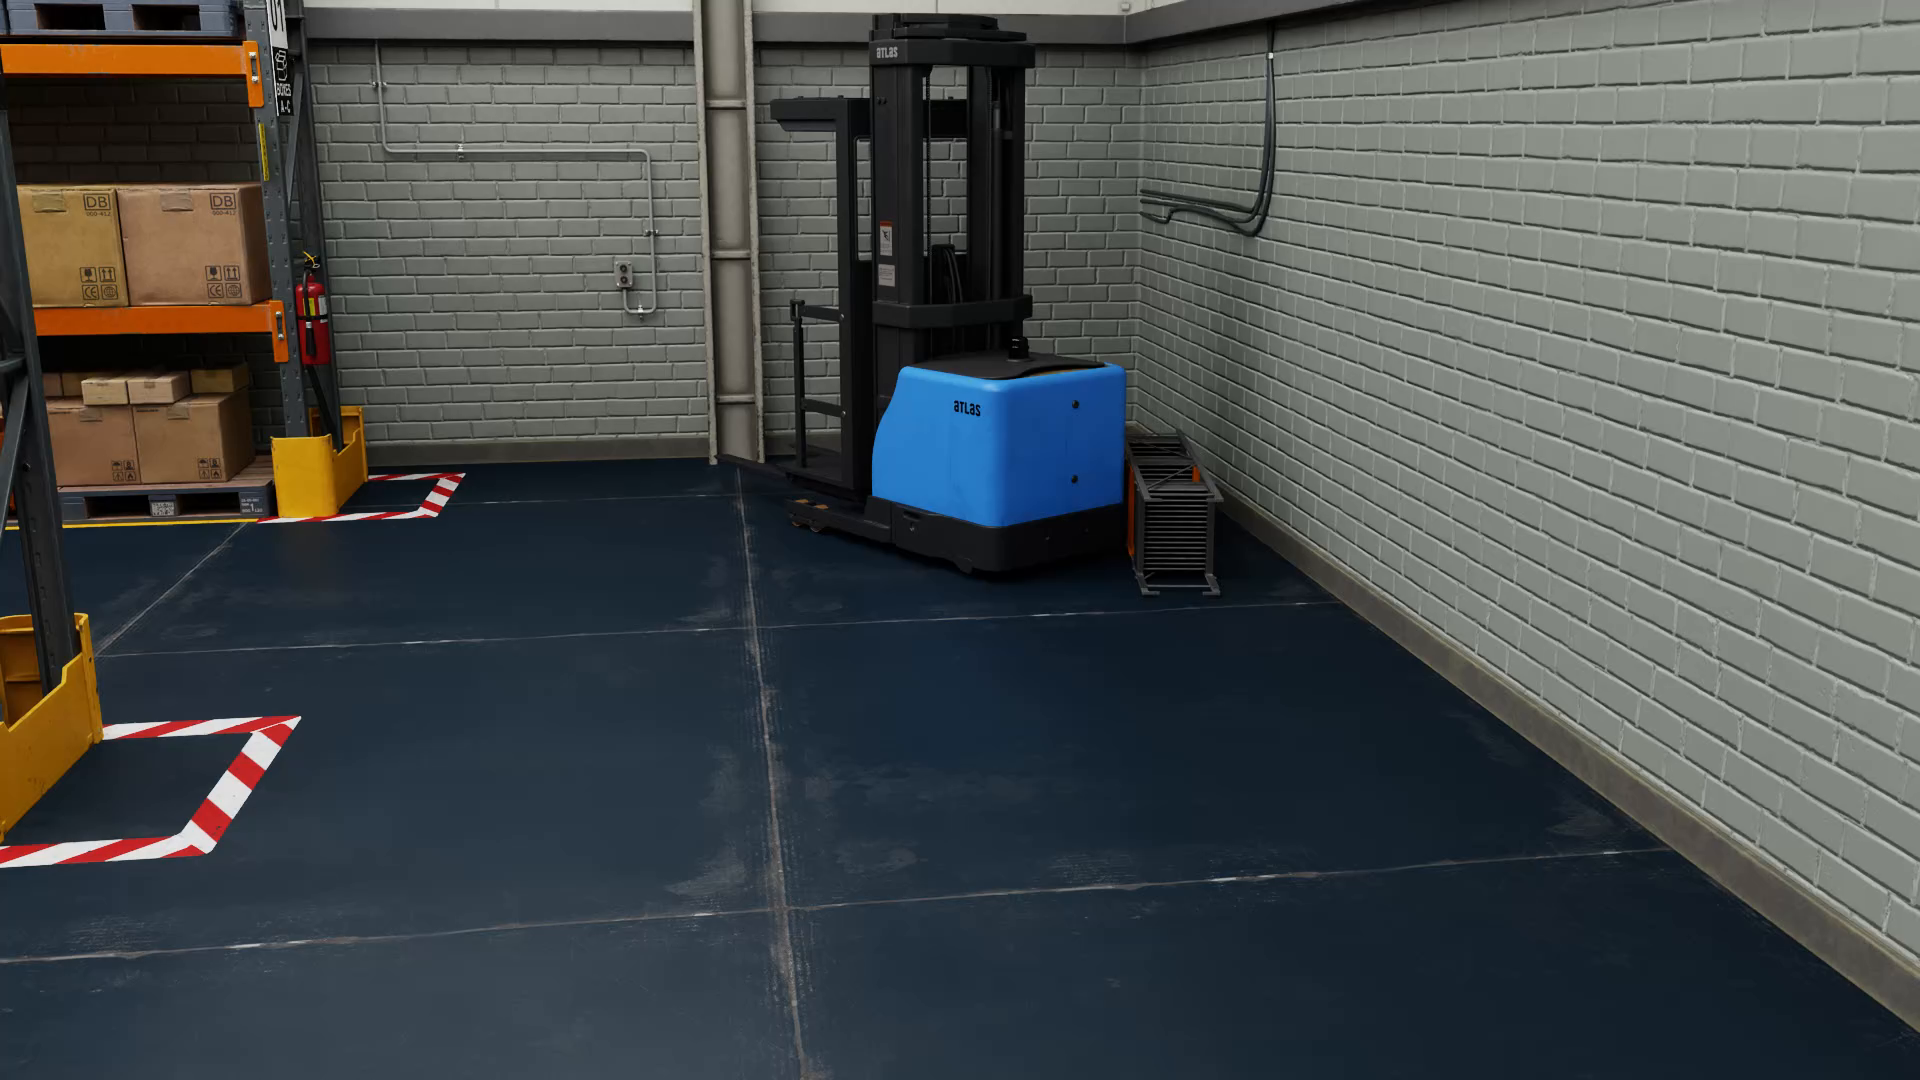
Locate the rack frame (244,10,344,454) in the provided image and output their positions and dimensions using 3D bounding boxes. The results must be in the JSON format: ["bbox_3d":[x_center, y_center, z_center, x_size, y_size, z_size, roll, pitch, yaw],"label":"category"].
[{"bbox_3d":[-4.155,-1.733,10.465,0.127,3.000,1.000,-2,14,-8],"label":"rack frame"}]

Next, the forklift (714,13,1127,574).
[{"bbox_3d":[-0.403,-1.537,9.825,1.130,2.935,3.031,-12,18,-39],"label":"forklift"}]

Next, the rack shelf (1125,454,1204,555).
[{"bbox_3d":[1.159,-0.206,9.468,0.431,0.480,0.518,0,14,1],"label":"rack shelf"}]

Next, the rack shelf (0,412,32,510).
[{"bbox_3d":[-5.391,-0.120,5.513,4.000,0.370,1.077,-2,14,-8],"label":"rack shelf"}]

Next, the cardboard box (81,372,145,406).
[{"bbox_3d":[-5.185,-0.931,10.211,0.250,0.149,0.380,-2,14,-7],"label":"cardboard box"}]

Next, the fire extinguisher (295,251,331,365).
[{"bbox_3d":[-3.937,-1.409,10.099,0.183,0.674,0.296,-2,14,-8],"label":"fire extinguisher"}]

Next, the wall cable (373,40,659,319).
[{"bbox_3d":[-3.030,-2.500,11.434,1.851,1.984,0.084,-2,14,-8],"label":"wall cable"}]

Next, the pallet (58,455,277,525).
[{"bbox_3d":[-4.934,-0.332,10.614,1.213,0.211,1.003,-2,14,-8],"label":"pallet"}]

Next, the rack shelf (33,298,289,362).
[{"bbox_3d":[-6.133,-1.311,10.263,4.000,0.370,1.077,-2,14,-8],"label":"rack shelf"}]

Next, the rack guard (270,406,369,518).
[{"bbox_3d":[-4.132,-0.521,10.772,0.348,0.500,1.175,-2,14,-8],"label":"rack guard"}]

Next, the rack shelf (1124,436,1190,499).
[{"bbox_3d":[1.176,-0.370,10.149,0.431,0.480,0.518,0,14,1],"label":"rack shelf"}]

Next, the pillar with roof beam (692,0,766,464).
[{"bbox_3d":[-0.973,-3.913,6.826,0.400,9.000,9.100,-2,14,-8],"label":"pillar with roof beam"}]

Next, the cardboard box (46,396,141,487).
[{"bbox_3d":[-5.327,-0.656,10.448,0.500,0.500,0.700,-2,14,-8],"label":"cardboard box"}]

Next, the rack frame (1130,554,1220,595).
[{"bbox_3d":[1.159,0.028,9.539,0.400,0.015,2.100,0,14,1],"label":"rack frame"}]

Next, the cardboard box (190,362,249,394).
[{"bbox_3d":[-4.739,-1.042,10.652,0.250,0.149,0.380,-2,14,-8],"label":"cardboard box"}]

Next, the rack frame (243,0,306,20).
[{"bbox_3d":[-4.155,-4.643,9.735,0.127,3.000,1.000,-2,14,-8],"label":"rack frame"}]

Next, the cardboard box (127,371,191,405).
[{"bbox_3d":[-4.932,-0.941,10.249,0.250,0.149,0.380,-2,14,-9],"label":"cardboard box"}]

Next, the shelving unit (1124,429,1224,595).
[{"bbox_3d":[1.159,-0.209,9.482,0.431,0.503,2.100,0,14,1],"label":"shelving unit"}]

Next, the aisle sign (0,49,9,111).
[{"bbox_3d":[-3.390,-1.875,5.689,0.004,0.787,0.394,-2,14,-8],"label":"aisle sign"}]

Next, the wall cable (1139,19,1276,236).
[{"bbox_3d":[1.491,-3.256,10.587,0.112,2.526,3.097,-2,14,-8],"label":"wall cable"}]

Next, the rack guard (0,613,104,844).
[{"bbox_3d":[-3.489,0.674,6.007,0.348,0.500,1.175,-2,14,-8],"label":"rack guard"}]

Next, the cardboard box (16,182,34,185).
[{"bbox_3d":[-6.131,-1.803,10.128,0.700,0.700,0.980,-3,14,-11],"label":"cardboard box"}]

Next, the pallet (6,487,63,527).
[{"bbox_3d":[-6.138,-0.289,10.440,1.213,0.211,1.003,-2,14,-8],"label":"pallet"}]

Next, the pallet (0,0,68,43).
[{"bbox_3d":[-6.096,-3.070,9.814,1.213,0.211,1.003,-2,14,-8],"label":"pallet"}]

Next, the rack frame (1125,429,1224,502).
[{"bbox_3d":[1.159,-0.446,9.424,0.400,0.015,2.100,0,14,1],"label":"rack frame"}]

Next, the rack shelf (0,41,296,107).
[{"bbox_3d":[-6.133,-2.766,9.899,4.000,0.370,1.077,-2,14,-8],"label":"rack shelf"}]

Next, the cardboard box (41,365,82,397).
[{"bbox_3d":[-5.739,-1.005,10.505,0.250,0.149,0.380,-2,14,-8],"label":"cardboard box"}]

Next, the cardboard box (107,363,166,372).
[{"bbox_3d":[-5.240,-1.023,10.578,0.250,0.149,0.380,-2,14,-8],"label":"cardboard box"}]

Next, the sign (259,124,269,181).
[{"bbox_3d":[-4.088,-2.278,9.773,0.005,0.325,0.100,-2,14,-8],"label":"sign"}]

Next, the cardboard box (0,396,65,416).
[{"bbox_3d":[-5.825,-0.638,10.375,0.500,0.500,0.700,-3,14,-10],"label":"cardboard box"}]

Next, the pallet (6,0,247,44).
[{"bbox_3d":[-4.887,-3.115,9.994,1.213,0.211,1.003,-2,14,-8],"label":"pallet"}]

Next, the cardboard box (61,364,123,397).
[{"bbox_3d":[-5.487,-1.014,10.542,0.250,0.149,0.380,-2,14,-8],"label":"cardboard box"}]

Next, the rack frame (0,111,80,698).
[{"bbox_3d":[-3.414,-0.541,5.714,0.127,3.000,1.000,-2,14,-8],"label":"rack frame"}]

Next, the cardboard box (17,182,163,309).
[{"bbox_3d":[-5.376,-1.828,10.229,0.700,0.700,0.980,-2,14,-9],"label":"cardboard box"}]

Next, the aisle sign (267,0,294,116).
[{"bbox_3d":[-4.040,-2.924,9.871,0.004,0.787,0.394,-2,14,-8],"label":"aisle sign"}]

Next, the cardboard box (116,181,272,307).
[{"bbox_3d":[-4.658,-1.857,10.345,0.700,0.700,0.980,-1,14,-6],"label":"cardboard box"}]

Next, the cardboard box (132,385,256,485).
[{"bbox_3d":[-4.833,-0.675,10.521,0.500,0.500,0.700,-2,14,-8],"label":"cardboard box"}]

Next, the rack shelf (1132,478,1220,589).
[{"bbox_3d":[1.142,-0.042,8.788,0.431,0.480,0.518,0,14,1],"label":"rack shelf"}]
